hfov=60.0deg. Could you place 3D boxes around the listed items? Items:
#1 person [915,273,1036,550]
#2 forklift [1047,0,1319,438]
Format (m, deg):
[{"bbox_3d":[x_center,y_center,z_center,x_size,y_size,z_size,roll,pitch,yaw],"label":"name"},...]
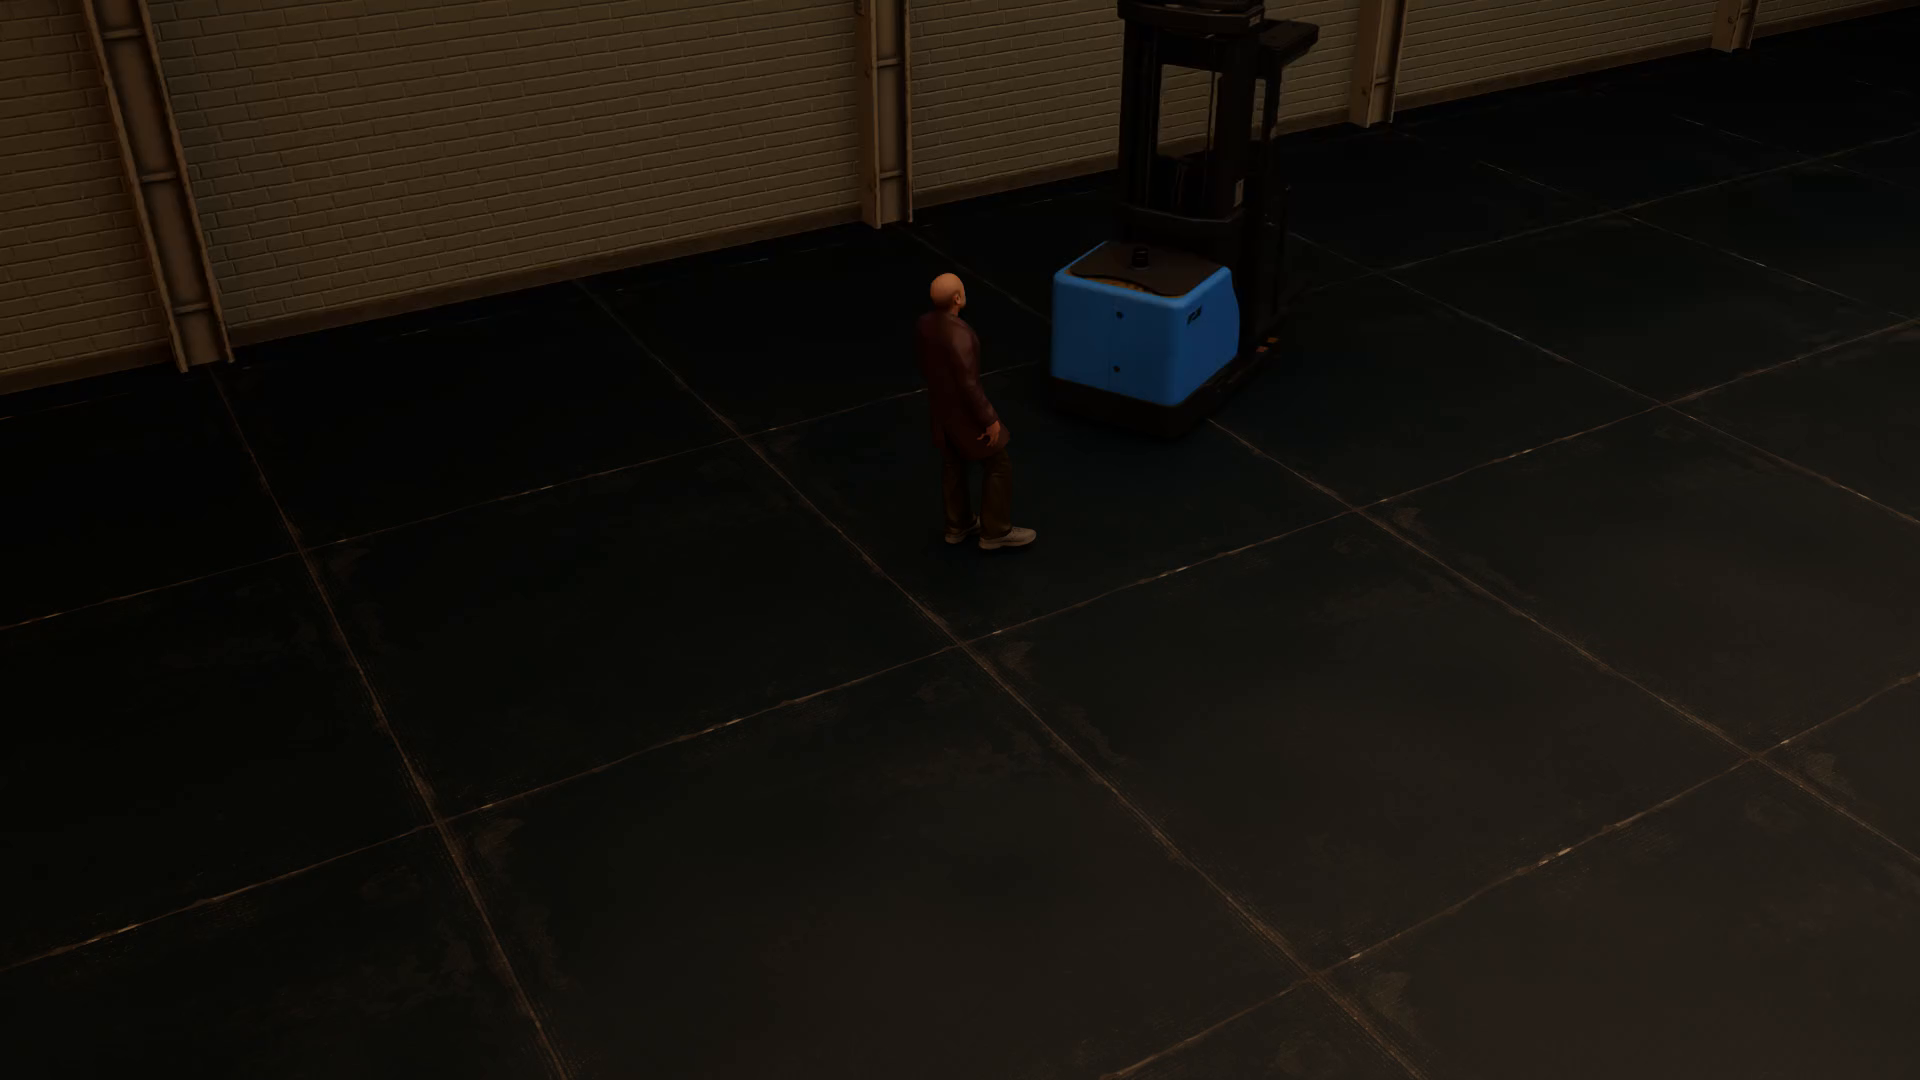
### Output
[{"bbox_3d":[0.081,-0.791,10.076,0.583,1.774,0.694,-17,35,-26],"label":"person"},{"bbox_3d":[1.837,-2.686,12.133,1.130,2.935,3.031,18,35,27],"label":"forklift"}]
